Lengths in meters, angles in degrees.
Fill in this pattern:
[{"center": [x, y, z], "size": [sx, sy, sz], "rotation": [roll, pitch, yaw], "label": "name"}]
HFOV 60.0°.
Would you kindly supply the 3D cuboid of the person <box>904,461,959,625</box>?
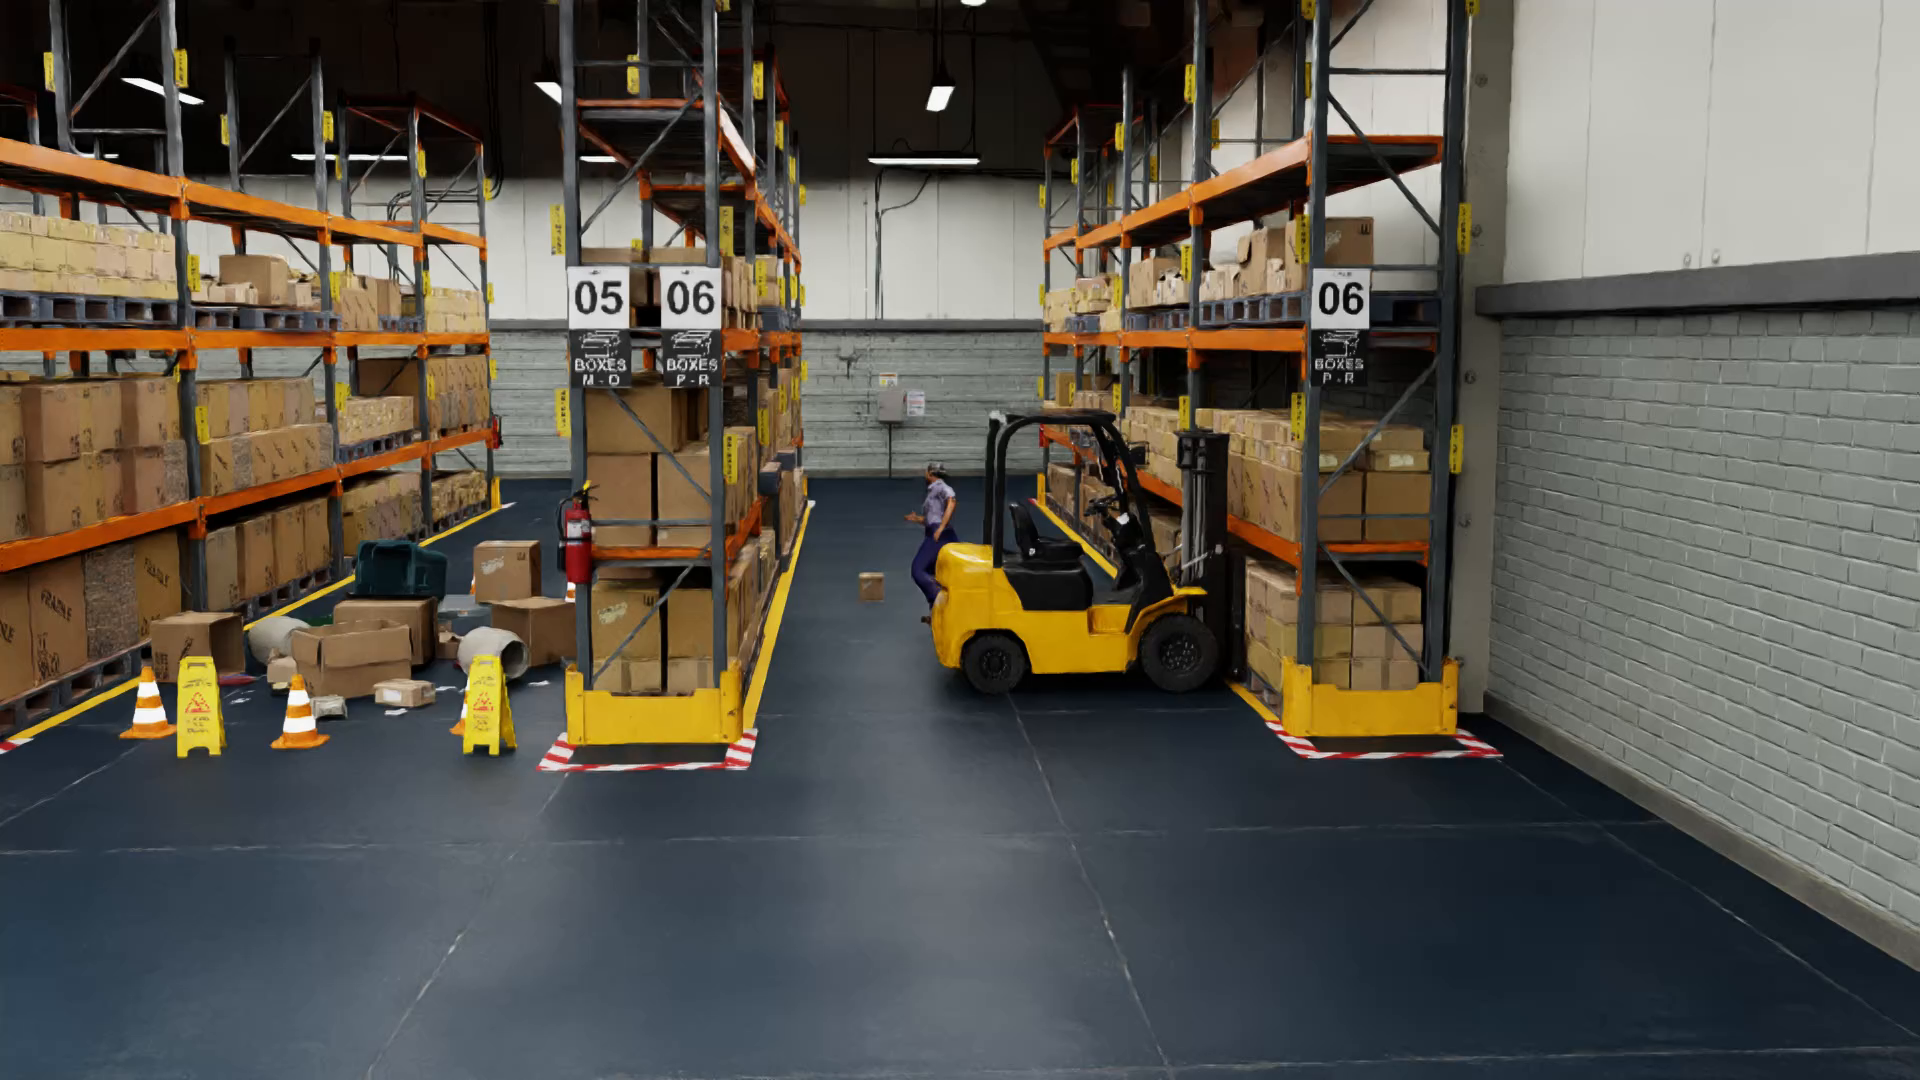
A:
[{"center": [-0.272, 0.017, 16.121], "size": [0.541, 1.527, 0.892], "rotation": [0, 7, -2], "label": "person"}]
